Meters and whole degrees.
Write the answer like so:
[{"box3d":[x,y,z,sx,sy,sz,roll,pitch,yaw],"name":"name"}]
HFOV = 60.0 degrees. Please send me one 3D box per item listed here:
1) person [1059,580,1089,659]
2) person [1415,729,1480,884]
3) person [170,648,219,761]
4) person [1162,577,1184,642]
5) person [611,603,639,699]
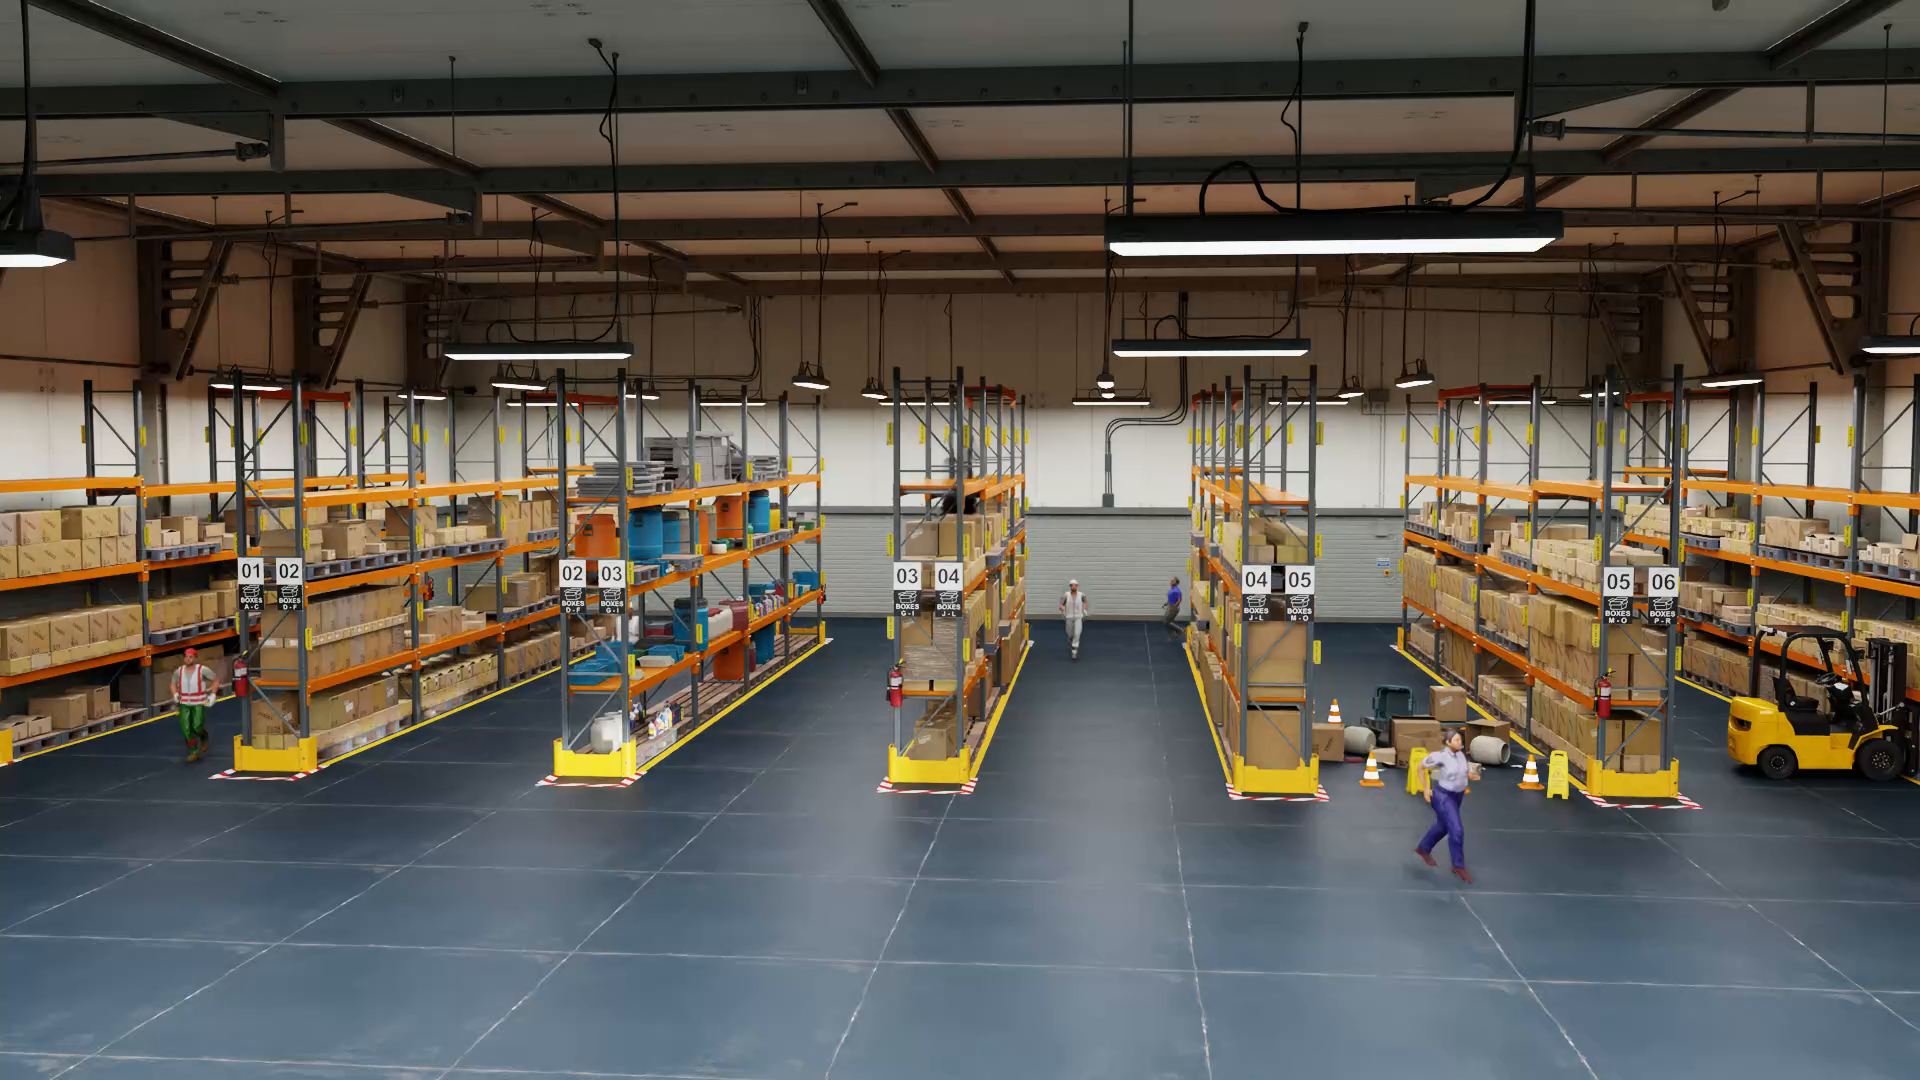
[{"box3d":[2.584,1.779,37.730,0.668,1.771,0.883,0,4,4],"name":"person"},{"box3d":[5.547,2.992,18.958,0.580,1.694,0.838,-3,5,-42],"name":"person"},{"box3d":[-11.847,2.535,25.692,0.690,1.746,0.619,-1,4,-9],"name":"person"},{"box3d":[5.192,1.702,40.509,0.487,1.602,0.640,-1,4,-10],"name":"person"},{"box3d":[-6.412,2.098,32.090,0.671,1.819,0.897,0,4,-5],"name":"person"}]
